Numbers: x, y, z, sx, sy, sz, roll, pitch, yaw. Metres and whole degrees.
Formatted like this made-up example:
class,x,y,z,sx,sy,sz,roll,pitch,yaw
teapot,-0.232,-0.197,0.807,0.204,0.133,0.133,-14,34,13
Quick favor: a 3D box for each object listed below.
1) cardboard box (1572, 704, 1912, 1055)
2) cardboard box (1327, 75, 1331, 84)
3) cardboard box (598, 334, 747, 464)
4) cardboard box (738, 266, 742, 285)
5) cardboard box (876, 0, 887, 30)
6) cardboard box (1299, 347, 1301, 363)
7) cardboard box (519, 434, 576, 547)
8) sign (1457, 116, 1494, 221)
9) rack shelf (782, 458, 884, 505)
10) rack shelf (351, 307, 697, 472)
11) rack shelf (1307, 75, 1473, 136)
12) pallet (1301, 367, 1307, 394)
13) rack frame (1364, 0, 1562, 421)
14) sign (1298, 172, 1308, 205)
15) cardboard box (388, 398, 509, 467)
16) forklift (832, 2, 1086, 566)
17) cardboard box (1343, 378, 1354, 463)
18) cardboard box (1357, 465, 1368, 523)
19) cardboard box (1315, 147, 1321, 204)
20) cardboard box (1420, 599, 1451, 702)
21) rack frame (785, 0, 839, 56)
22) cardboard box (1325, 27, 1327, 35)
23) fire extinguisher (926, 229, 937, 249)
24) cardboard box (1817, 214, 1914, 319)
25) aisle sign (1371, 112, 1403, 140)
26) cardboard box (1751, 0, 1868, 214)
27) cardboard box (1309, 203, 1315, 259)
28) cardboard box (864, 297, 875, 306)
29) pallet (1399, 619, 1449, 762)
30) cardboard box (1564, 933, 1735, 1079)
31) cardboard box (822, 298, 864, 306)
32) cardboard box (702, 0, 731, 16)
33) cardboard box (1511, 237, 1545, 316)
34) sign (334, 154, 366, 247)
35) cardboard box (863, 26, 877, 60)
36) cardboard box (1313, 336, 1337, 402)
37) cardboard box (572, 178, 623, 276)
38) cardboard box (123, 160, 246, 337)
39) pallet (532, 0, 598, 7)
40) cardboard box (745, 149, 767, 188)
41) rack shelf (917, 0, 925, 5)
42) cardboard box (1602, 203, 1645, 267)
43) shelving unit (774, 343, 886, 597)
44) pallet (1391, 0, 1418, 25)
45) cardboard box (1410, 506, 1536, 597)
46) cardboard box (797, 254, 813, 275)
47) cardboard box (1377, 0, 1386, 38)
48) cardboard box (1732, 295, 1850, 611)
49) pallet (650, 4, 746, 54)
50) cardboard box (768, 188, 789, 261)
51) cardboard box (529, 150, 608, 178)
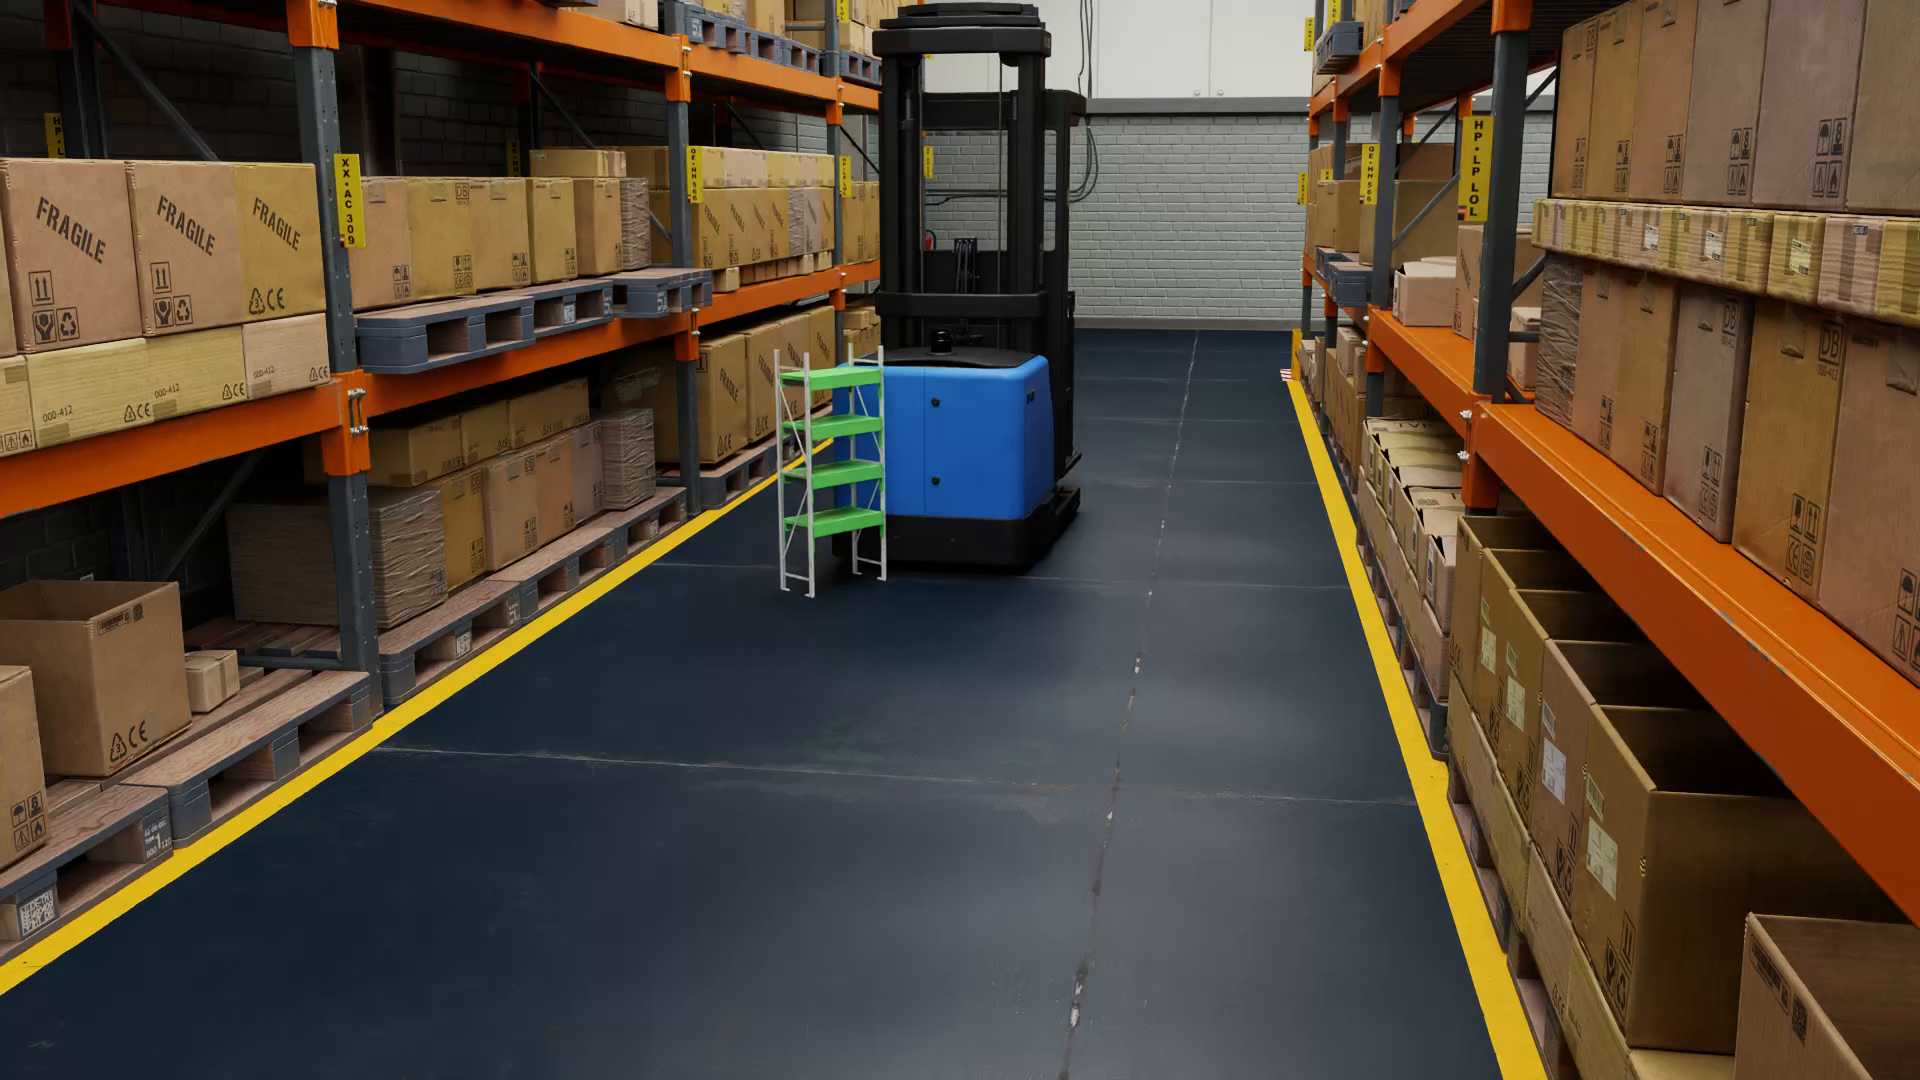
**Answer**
class,x,y,z,sx,sy,sz,roll,pitch,yaw
cardboard box,1.496,0.636,3.173,0.500,0.500,0.500,2,12,9
cardboard box,3.313,-3.911,13.758,0.500,0.250,0.500,2,12,9
cardboard box,-1.854,-0.935,10.817,0.750,0.750,0.750,2,12,8
cardboard box,-1.697,-1.795,11.251,0.380,0.149,0.250,2,12,10
cardboard box,-0.951,-4.828,14.996,0.500,0.500,0.500,2,12,9
cardboard box,3.586,-1.839,16.588,0.380,0.166,0.250,2,12,9
cardboard box,-2.399,-0.265,8.494,0.700,0.500,0.500,2,12,8
sign,1.646,-1.182,5.298,0.100,0.325,0.005,2,12,9
rack shelf,-0.641,-0.298,8.325,0.258,0.148,0.480,11,16,43
rack shelf,-2.404,-0.864,8.088,1.077,0.370,4.000,2,12,9
rack shelf,3.721,-3.836,14.759,1.077,0.370,4.000,2,12,9
pallet,3.896,-1.592,16.381,1.003,0.211,1.213,2,12,9
rack frame,2.799,-1.472,9.203,1.000,3.000,0.127,2,12,9
sign,3.493,-3.578,16.921,0.100,0.325,0.005,2,12,9
cardboard box,-2.475,-0.513,7.861,0.500,0.250,0.500,2,12,7
forklift,0.130,-1.562,9.785,1.130,2.935,3.031,3,12,12
cardboard box,2.790,-0.775,10.859,0.500,0.500,0.500,1,12,7
cardboard box,2.428,-0.234,8.987,0.500,0.250,0.500,2,12,8
cardboard box,3.468,-3.272,14.946,0.500,0.500,0.500,2,12,8
cardboard box,1.961,0.404,6.029,0.500,0.250,0.500,2,12,8
rack frame,-1.482,-5.397,13.176,1.000,3.000,0.127,2,12,9
cardboard box,3.380,-4.260,14.190,0.500,0.250,0.500,2,12,9
fire extinguisher,-0.387,-3.093,17.796,0.296,0.674,0.183,2,12,9
cardboard box,1.558,-0.418,2.537,0.380,0.149,0.250,2,12,9
aisle sign,4.342,-4.412,16.677,0.394,0.787,0.004,2,12,9
cardboard box,1.813,-0.812,2.825,0.700,0.500,0.500,2,12,9
cardboard box,3.546,-2.890,15.548,0.500,0.500,0.500,2,12,8
cardboard box,-0.754,-2.363,16.733,0.380,0.149,0.250,2,12,10
pallet,2.258,0.569,6.351,1.003,0.211,1.213,2,12,9
cardboard box,1.499,1.002,3.252,0.500,0.250,0.500,2,12,9
cardboard box,-1.170,-2.323,16.551,0.380,0.149,0.250,2,12,9
cardboard box,-1.951,-3.691,11.101,0.700,0.500,0.500,3,12,12
cardboard box,2.399,-0.957,6.577,0.500,0.500,0.500,3,12,13
sign,-2.175,-1.206,5.915,0.100,0.325,0.005,2,12,9
cardboard box,-1.022,-4.352,14.571,0.500,0.250,0.500,2,12,7
cardboard box,3.221,-1.425,13.877,0.500,0.500,0.500,2,12,9
cardboard box,-2.218,-1.680,8.888,0.700,0.500,0.500,1,12,3
cardboard box,-2.550,-0.889,5.029,0.500,0.500,0.500,2,12,8
pallet,-2.355,-2.515,7.367,1.213,0.211,1.003,2,12,9
cardboard box,-1.617,-2.505,11.224,0.500,0.250,0.500,2,12,9
rack shelf,-1.174,-5.266,15.226,1.077,0.370,4.000,2,12,9
cardboard box,1.795,-0.743,4.043,0.380,0.149,0.250,1,12,7
shelving unit,-0.641,-0.360,8.312,0.258,1.200,0.503,11,16,43
pallet,2.782,-2.702,8.238,1.213,0.211,1.003,2,12,11
cardboard box,2.036,0.023,6.464,0.500,0.311,0.500,2,12,10
cardboard box,-1.336,-2.109,12.708,0.380,0.149,0.250,2,12,9
cardboard box,2.832,-3.079,9.303,0.910,0.500,0.500,2,12,9
cardboard box,1.811,-0.165,2.901,0.700,0.500,0.500,2,12,9
pallet,-2.050,-3.141,10.278,1.213,0.211,1.003,2,12,11
cardboard box,-1.530,-2.249,11.819,0.500,0.500,0.500,2,12,10
cardboard box,-2.155,-2.072,9.168,0.380,0.149,0.250,0,12,-1
